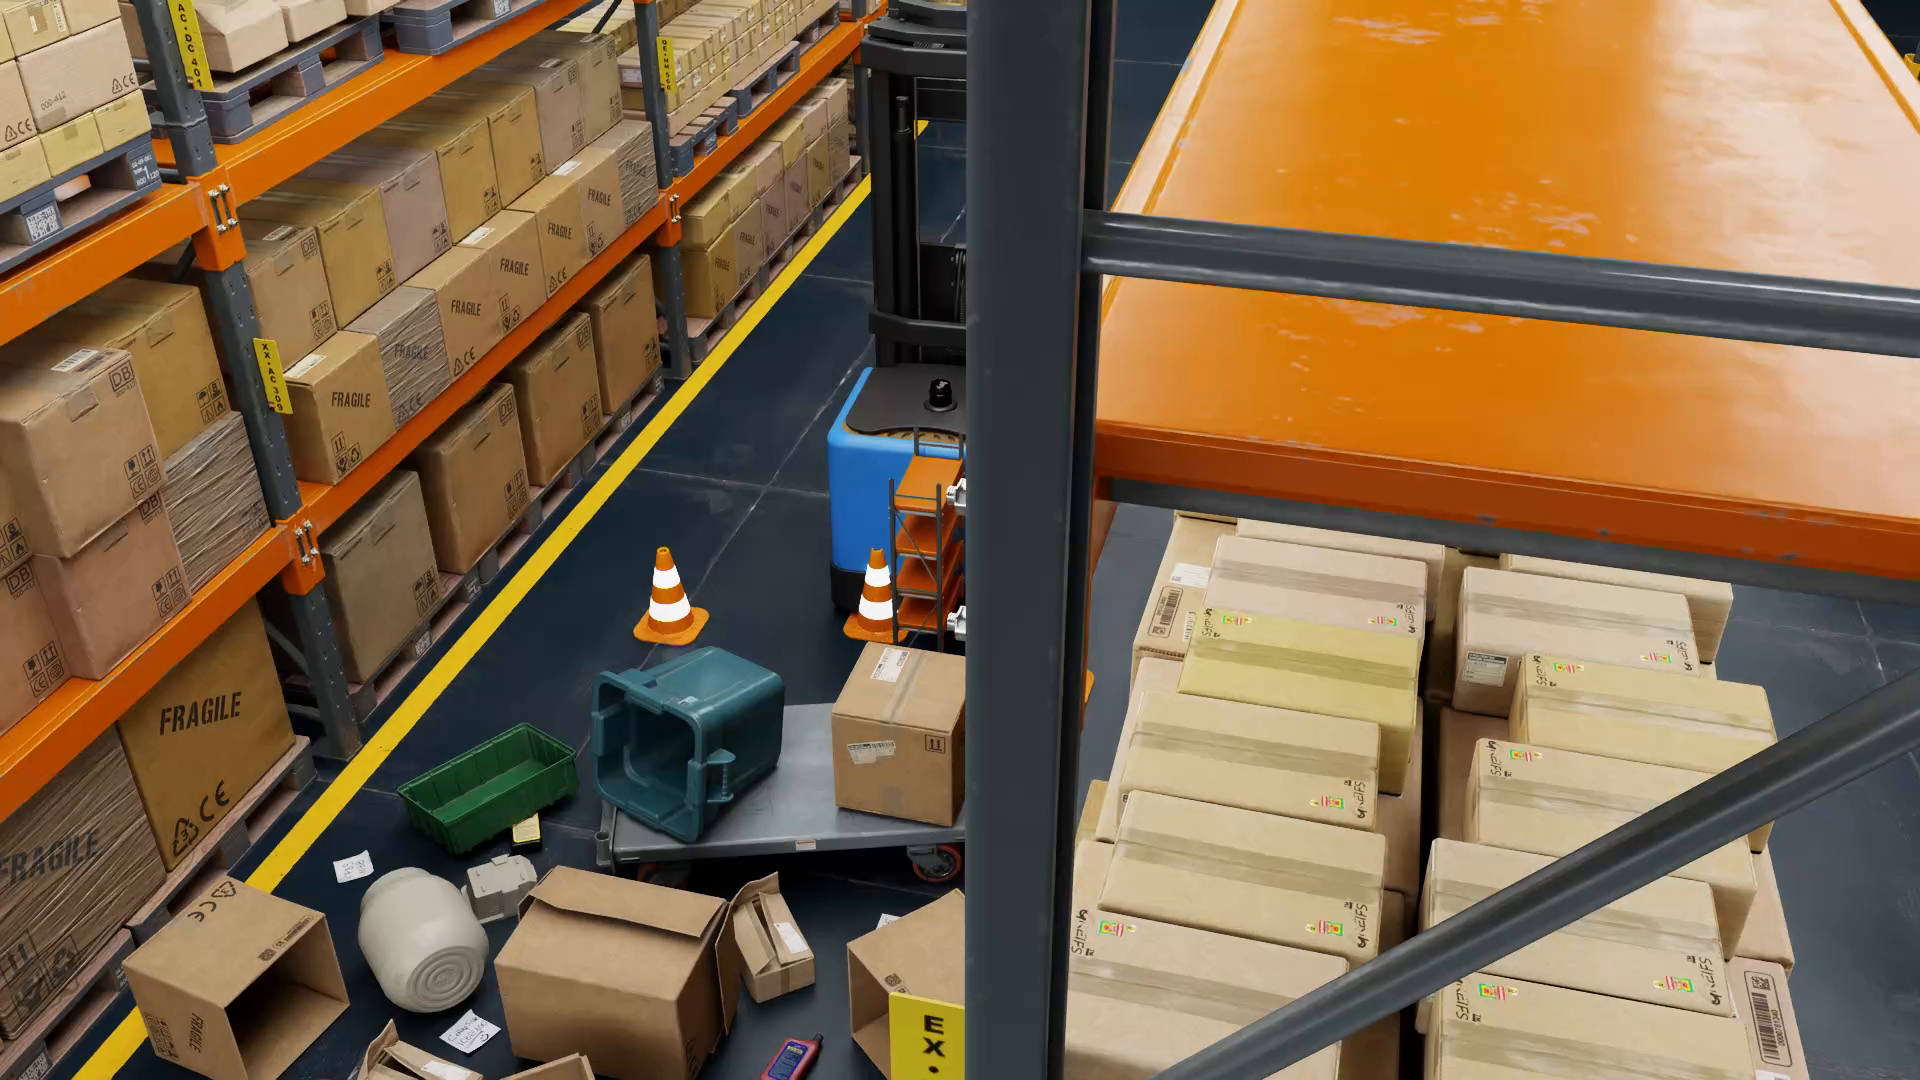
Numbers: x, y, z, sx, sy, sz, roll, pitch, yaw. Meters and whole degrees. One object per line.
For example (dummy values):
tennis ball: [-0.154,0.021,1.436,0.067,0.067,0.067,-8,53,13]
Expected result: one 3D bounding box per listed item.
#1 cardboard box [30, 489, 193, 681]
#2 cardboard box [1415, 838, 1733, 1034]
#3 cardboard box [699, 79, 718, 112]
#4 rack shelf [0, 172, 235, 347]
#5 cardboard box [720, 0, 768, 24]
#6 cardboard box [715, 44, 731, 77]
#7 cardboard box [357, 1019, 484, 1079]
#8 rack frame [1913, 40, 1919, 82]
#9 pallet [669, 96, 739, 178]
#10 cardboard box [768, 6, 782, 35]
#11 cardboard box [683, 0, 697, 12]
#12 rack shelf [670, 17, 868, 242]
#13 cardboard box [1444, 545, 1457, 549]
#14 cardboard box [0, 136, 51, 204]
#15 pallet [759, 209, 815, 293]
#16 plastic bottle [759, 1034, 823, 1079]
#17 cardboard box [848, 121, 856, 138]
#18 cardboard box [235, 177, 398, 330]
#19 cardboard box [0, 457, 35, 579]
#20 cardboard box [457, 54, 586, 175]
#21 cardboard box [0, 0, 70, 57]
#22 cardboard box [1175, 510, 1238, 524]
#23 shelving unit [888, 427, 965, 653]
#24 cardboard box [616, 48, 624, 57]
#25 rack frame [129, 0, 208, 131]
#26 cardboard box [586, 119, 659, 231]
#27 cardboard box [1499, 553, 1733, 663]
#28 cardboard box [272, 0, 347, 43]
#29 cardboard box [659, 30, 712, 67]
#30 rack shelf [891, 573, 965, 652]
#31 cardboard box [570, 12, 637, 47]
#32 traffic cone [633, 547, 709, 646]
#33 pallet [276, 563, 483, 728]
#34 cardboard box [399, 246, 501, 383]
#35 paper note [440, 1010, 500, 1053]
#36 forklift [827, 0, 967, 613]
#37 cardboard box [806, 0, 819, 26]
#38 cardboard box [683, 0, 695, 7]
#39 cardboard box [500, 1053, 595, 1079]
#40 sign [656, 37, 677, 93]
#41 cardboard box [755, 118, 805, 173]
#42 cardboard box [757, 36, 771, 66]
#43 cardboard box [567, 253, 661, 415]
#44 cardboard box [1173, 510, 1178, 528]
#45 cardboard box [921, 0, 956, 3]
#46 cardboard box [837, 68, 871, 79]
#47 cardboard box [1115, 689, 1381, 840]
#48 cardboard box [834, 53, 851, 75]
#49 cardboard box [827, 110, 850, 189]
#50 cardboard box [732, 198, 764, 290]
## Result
cardboard box: [-3.496,0.086,6.249,0.875,0.550,0.550,8,33,12]
cardboard box: [0.839,0.579,2.308,0.380,0.149,0.250,8,33,12]
cardboard box: [-1.836,-2.963,11.028,0.380,0.149,0.250,10,34,15]
rack shelf: [-3.803,-0.257,4.802,1.077,0.370,4.000,8,33,12]
cardboard box: [-1.577,-3.755,11.718,0.380,0.149,0.250,8,33,12]
cardboard box: [-1.769,-3.239,11.184,0.380,0.149,0.250,8,33,13]
cardboard box: [-1.951,1.964,5.982,0.396,0.266,0.258,14,35,21]
rack frame: [9.365,-5.264,14.804,1.000,3.000,0.127,8,33,12]
pallet: [-2.203,-2.711,10.968,1.213,0.211,1.003,8,33,12]
cardboard box: [-1.507,-3.762,12.008,0.380,0.149,0.250,8,33,13]
cardboard box: [-2.139,-3.857,12.157,0.380,0.149,0.250,7,33,12]
rack shelf: [-1.773,-3.142,12.137,1.077,0.370,4.000,8,33,12]
cardboard box: [1.281,0.018,3.563,0.500,0.250,0.500,9,33,13]
cardboard box: [-3.207,-1.214,5.387,0.380,0.149,0.250,9,33,13]
pallet: [-1.769,-2.268,12.690,1.003,0.211,1.213,8,33,12]
plastic bottle: [-0.624,1.944,6.205,0.133,0.061,0.283,14,35,21]
cardboard box: [-0.862,-3.603,14.457,0.380,0.149,0.250,7,33,10]
cardboard box: [-3.047,-1.322,7.578,0.700,0.500,0.500,7,33,12]
cardboard box: [-3.720,-0.102,5.538,0.875,0.550,0.550,8,33,12]
cardboard box: [-2.531,-2.378,9.239,0.700,0.500,0.500,8,33,12]
cardboard box: [-3.145,-1.684,5.383,0.380,0.149,0.250,8,33,12]
cardboard box: [0.660,-0.147,3.451,0.380,0.149,0.250,9,33,14]
shelving unit: [-0.153,0.114,8.022,0.258,1.200,0.503,7,33,10]
cardboard box: [-2.465,-3.199,11.121,0.380,0.149,0.250,9,33,14]
rack frame: [-3.296,-2.864,5.437,1.000,3.000,0.127,8,33,12]
cardboard box: [-2.135,-2.180,9.860,0.500,0.500,0.500,8,33,12]
cardboard box: [1.213,0.071,3.106,0.380,0.149,0.250,9,34,14]
cardboard box: [-2.793,-2.216,6.963,0.250,0.149,0.380,8,33,12]
cardboard box: [-1.844,-3.210,10.862,0.380,0.149,0.250,8,33,12]
rack shelf: [-0.153,0.339,8.164,0.258,0.148,0.480,7,33,10]
cardboard box: [-2.403,-3.452,11.242,0.380,0.149,0.250,9,34,14]
traffic cone: [-1.495,0.248,8.498,0.336,0.463,0.334,8,33,12]
pallet: [-3.173,0.434,8.441,1.003,0.211,1.213,8,33,12]
cardboard box: [-2.645,-1.132,8.211,0.500,0.500,0.500,8,33,12]
paper note: [-1.870,1.878,6.345,0.172,0.023,0.155,20,38,29]
forklift: [0.125,-1.568,9.054,1.130,2.935,3.031,6,33,10]
cardboard box: [-1.305,-4.058,12.750,0.380,0.149,0.250,8,33,12]
cardboard box: [-2.138,-3.993,12.093,0.380,0.149,0.250,9,34,14]
cardboard box: [-1.500,2.162,5.449,0.797,0.503,0.637,-14,35,-21]
sign: [-1.743,-2.823,9.885,0.100,0.325,0.005,8,33,12]
cardboard box: [-1.474,-2.960,12.420,0.500,0.250,0.500,7,33,10]
cardboard box: [-1.570,-3.507,11.883,0.380,0.149,0.250,7,33,11]
cardboard box: [-2.522,-1.332,10.325,1.050,0.750,0.750,8,33,12]
cardboard box: [0.754,-0.058,3.682,0.500,0.250,0.500,8,33,13]
cardboard box: [-0.259,-5.353,16.655,0.380,0.149,0.250,9,33,13]
cardboard box: [-0.851,-3.994,14.518,0.380,0.149,0.250,10,34,15]
cardboard box: [0.453,0.389,2.606,0.380,0.149,0.250,8,33,12]
cardboard box: [-1.203,-4.321,15.032,0.380,0.149,0.250,9,34,14]
cardboard box: [-1.210,-3.188,13.477,0.500,0.500,0.500,7,33,11]
cardboard box: [-1.730,-2.124,11.803,0.500,0.500,0.500,8,33,13]
